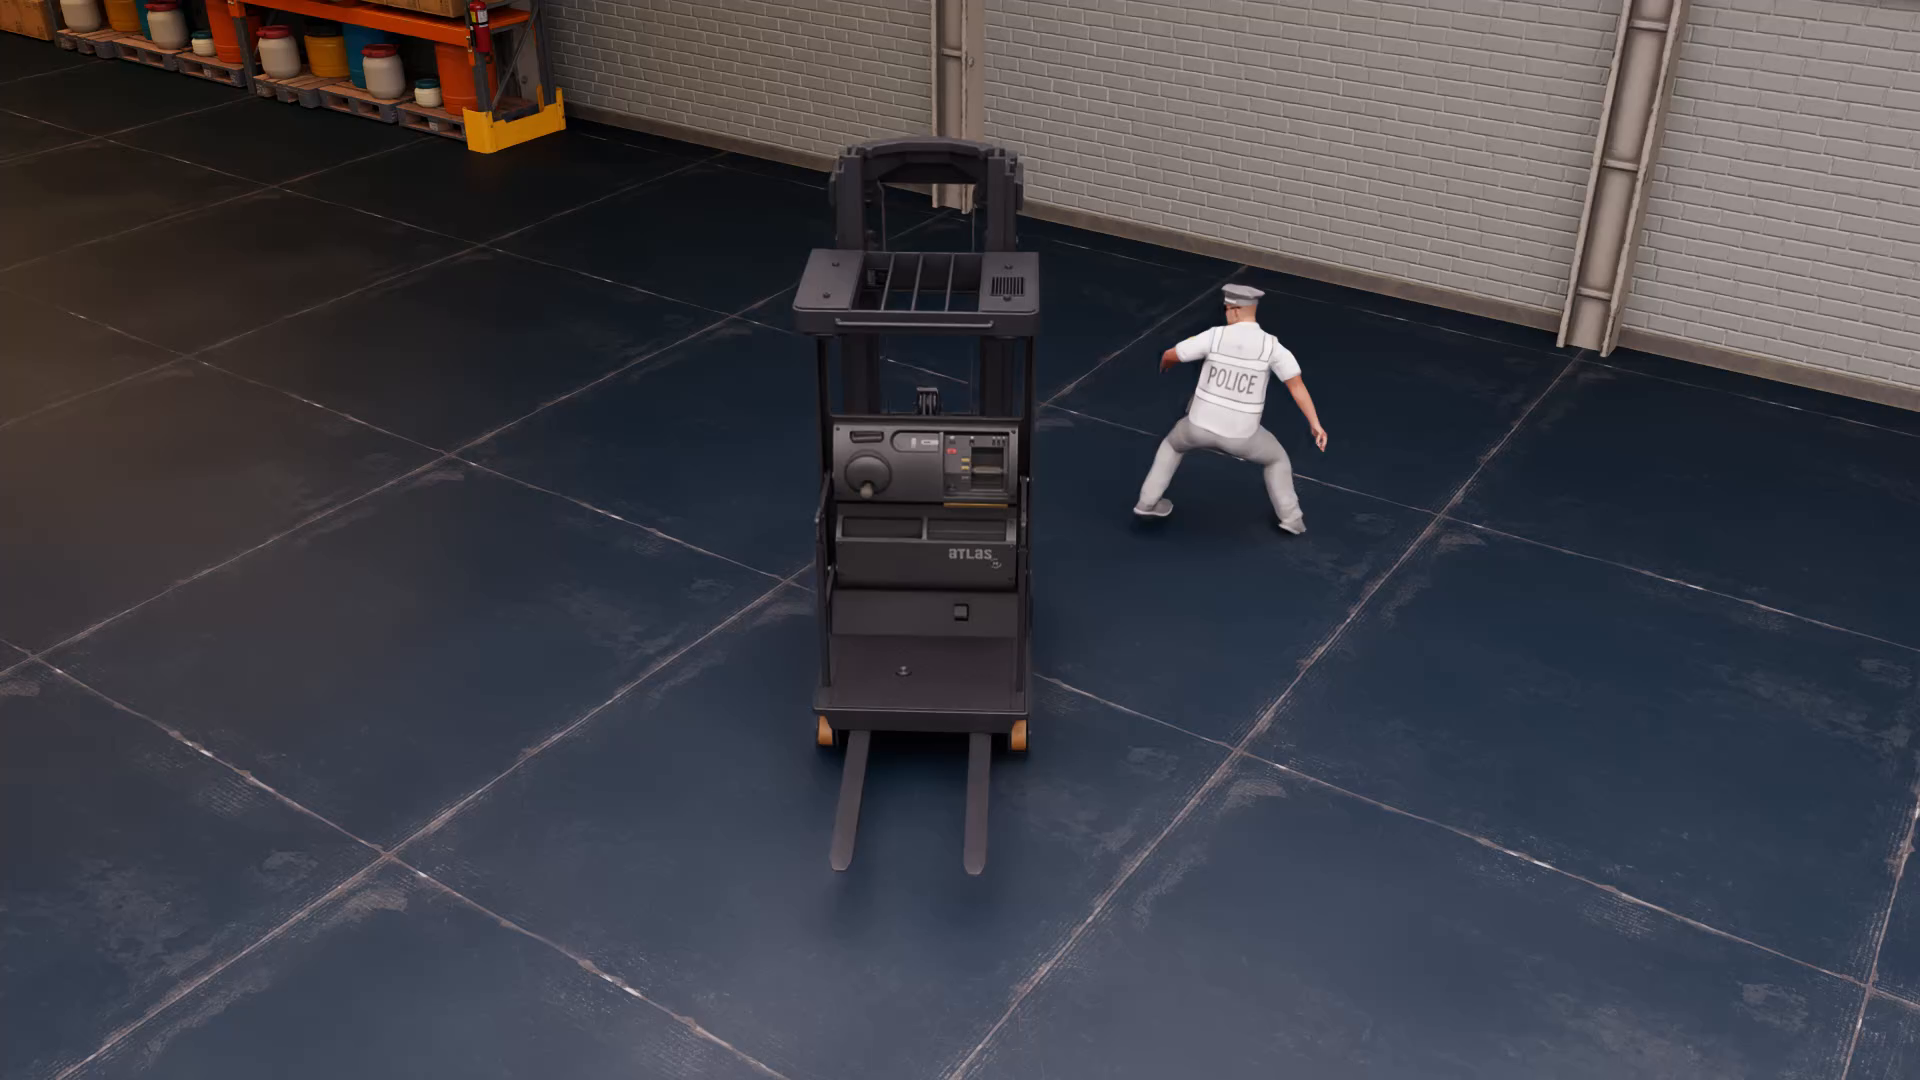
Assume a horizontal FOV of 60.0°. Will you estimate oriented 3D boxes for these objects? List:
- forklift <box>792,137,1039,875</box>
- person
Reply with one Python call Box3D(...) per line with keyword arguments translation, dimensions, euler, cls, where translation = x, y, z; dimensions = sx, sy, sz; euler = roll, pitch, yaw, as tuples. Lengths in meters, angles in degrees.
Box3D(translation=(-0.180, -0.340, 8.166), dimensions=(1.130, 2.935, 3.031), euler=(1, 30, 2), cls="forklift")
Box3D(translation=(1.719, -0.716, 10.266), dimensions=(1.150, 1.705, 0.540), euler=(11, 32, 19), cls="person")
